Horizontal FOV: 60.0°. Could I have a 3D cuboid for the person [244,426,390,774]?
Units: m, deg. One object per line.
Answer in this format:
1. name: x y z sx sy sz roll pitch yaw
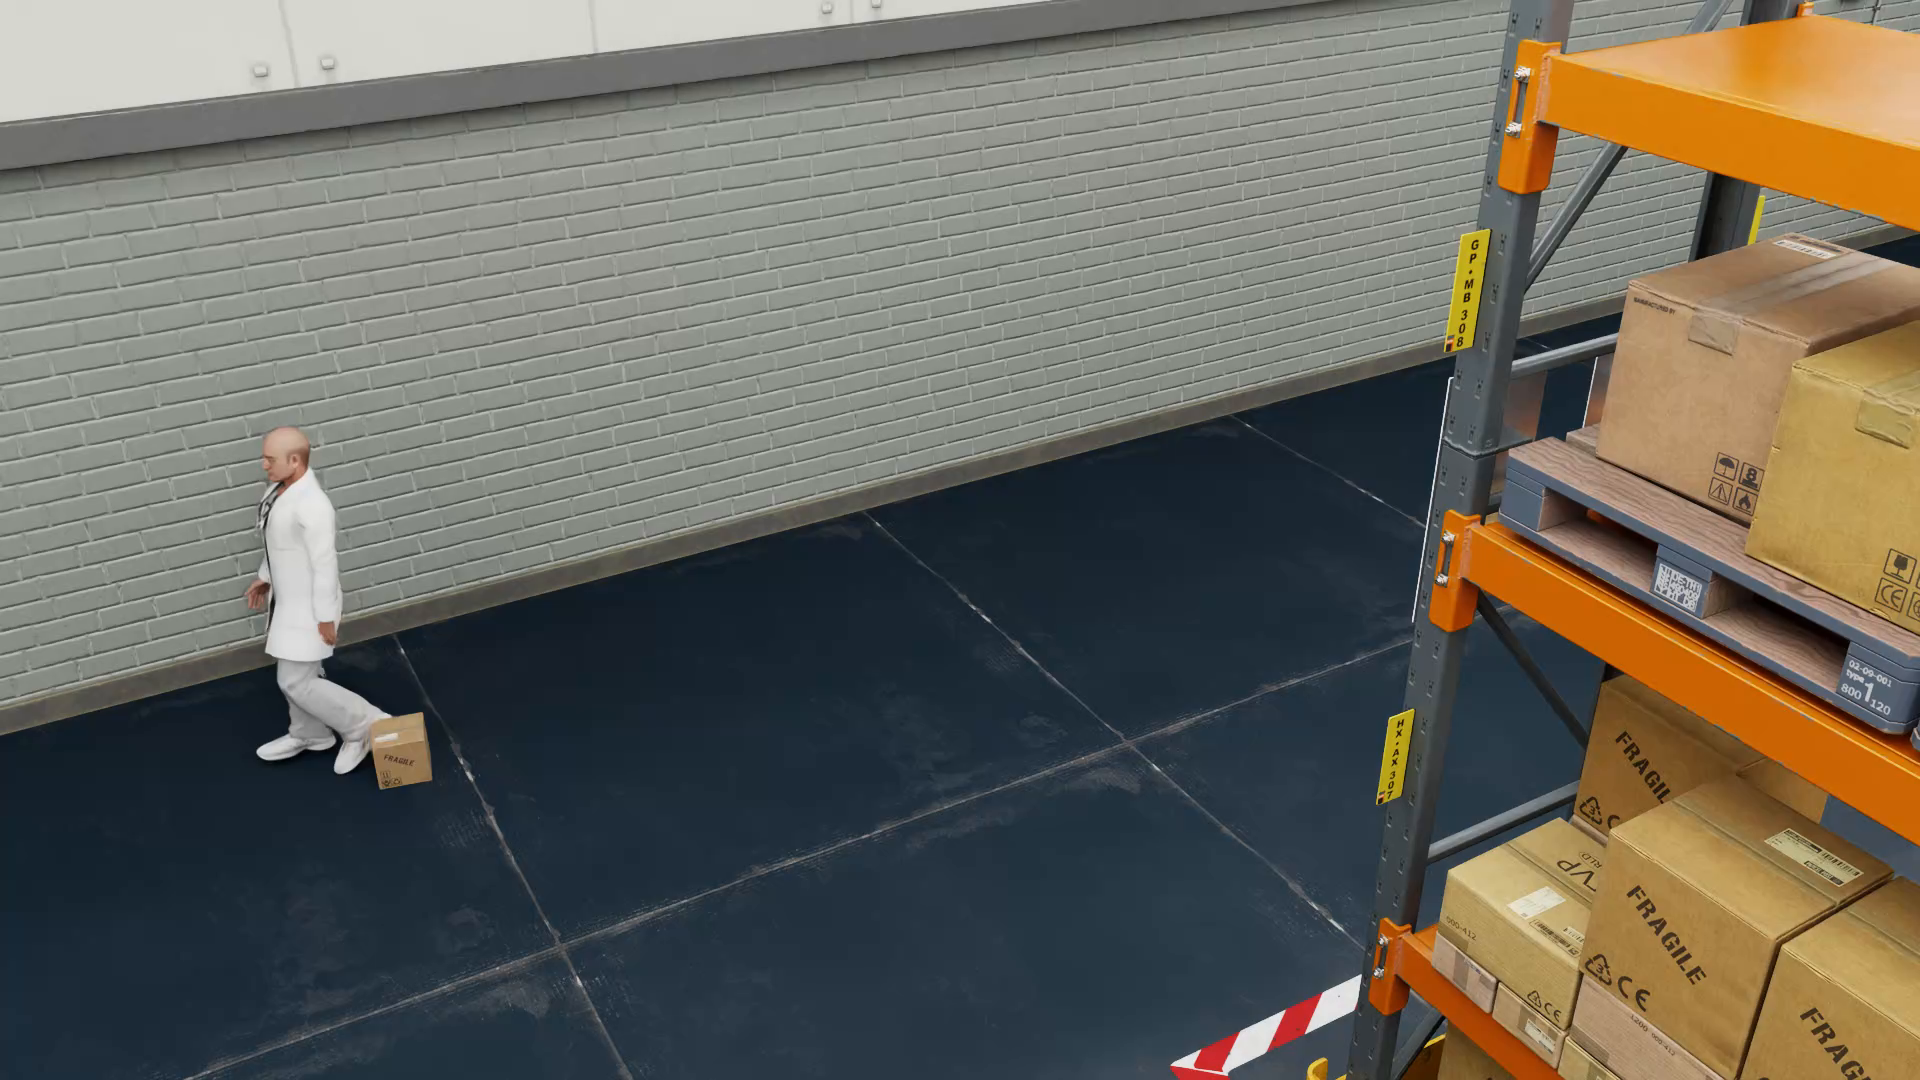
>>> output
1. person: -3.150 0.290 8.022 0.505 1.781 0.601 -16 32 -27
